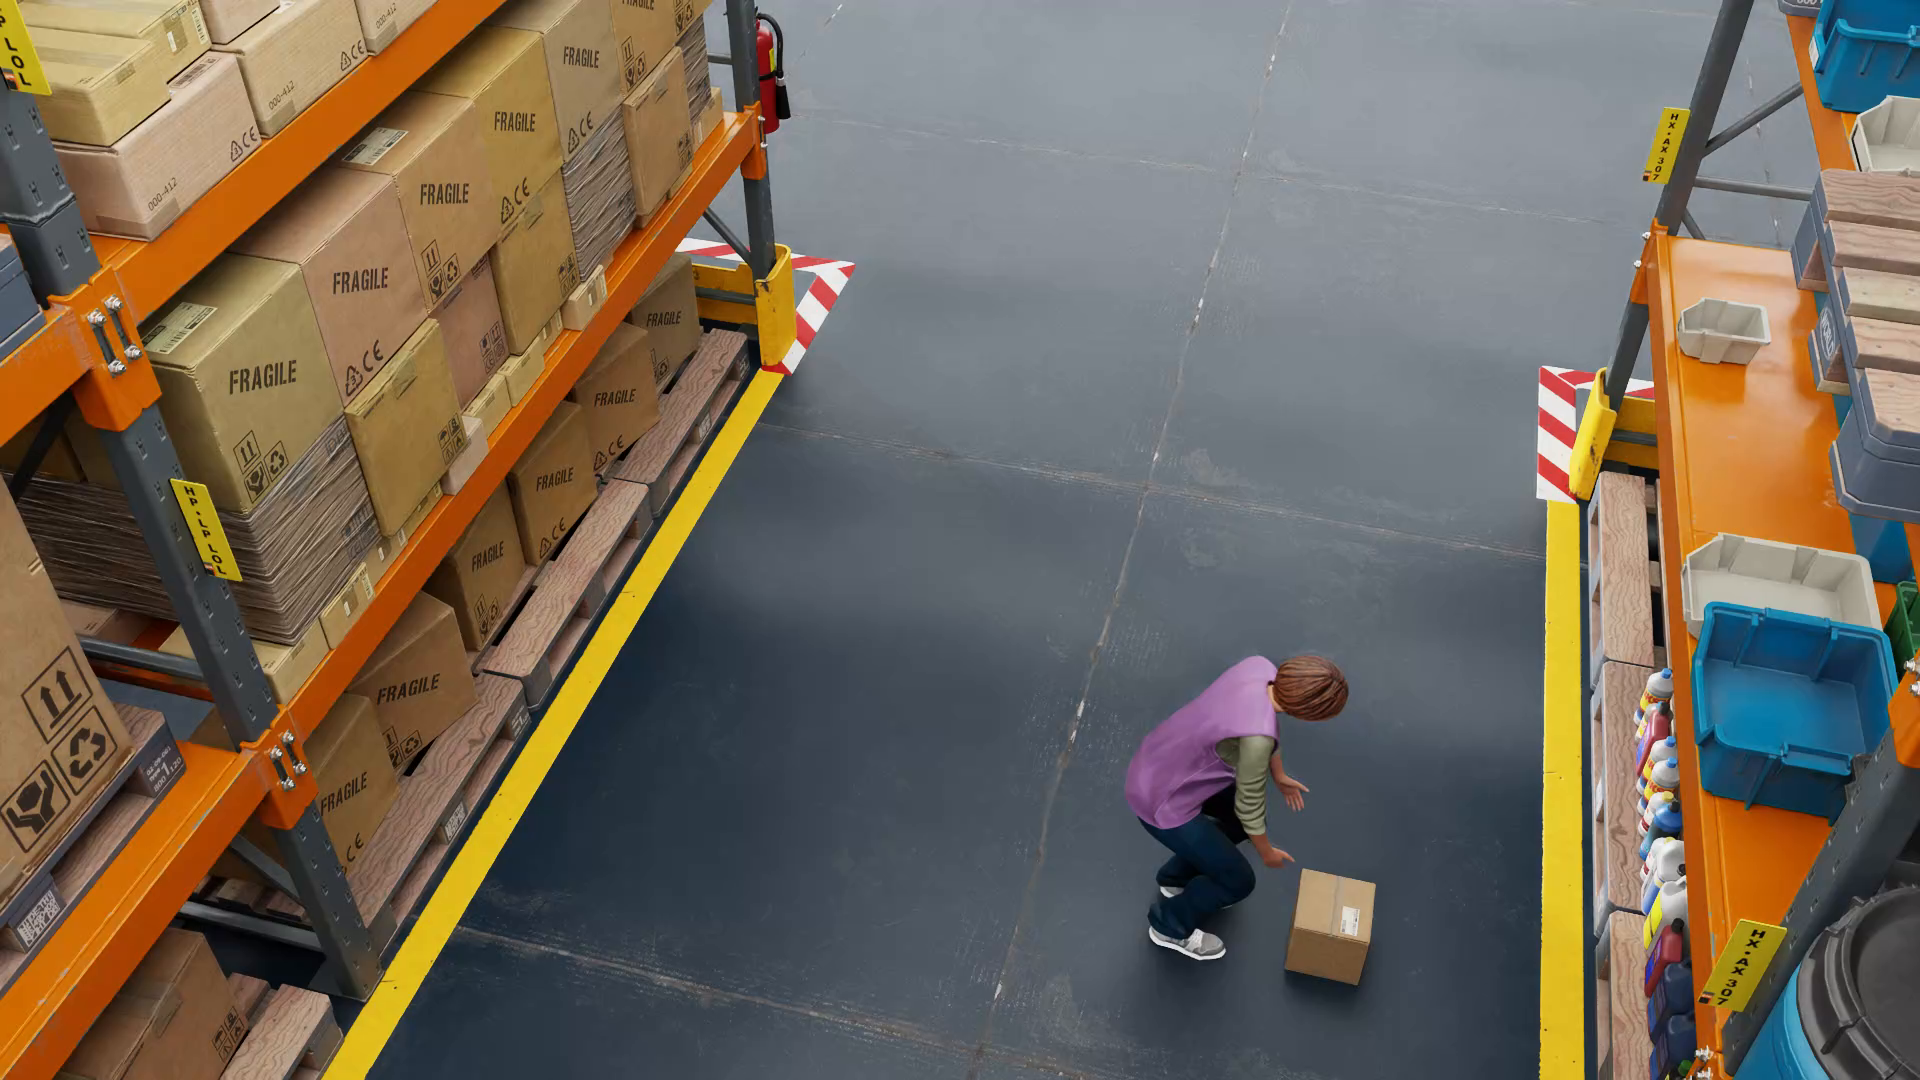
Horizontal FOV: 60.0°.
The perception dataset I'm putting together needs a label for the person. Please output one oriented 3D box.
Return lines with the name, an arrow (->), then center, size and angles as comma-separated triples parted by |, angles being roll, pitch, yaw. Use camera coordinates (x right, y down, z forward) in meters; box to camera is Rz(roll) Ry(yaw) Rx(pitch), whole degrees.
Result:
person -> 0.869, 0.831, 5.441 | 0.626, 1.325, 0.462 | 10, 43, 11
